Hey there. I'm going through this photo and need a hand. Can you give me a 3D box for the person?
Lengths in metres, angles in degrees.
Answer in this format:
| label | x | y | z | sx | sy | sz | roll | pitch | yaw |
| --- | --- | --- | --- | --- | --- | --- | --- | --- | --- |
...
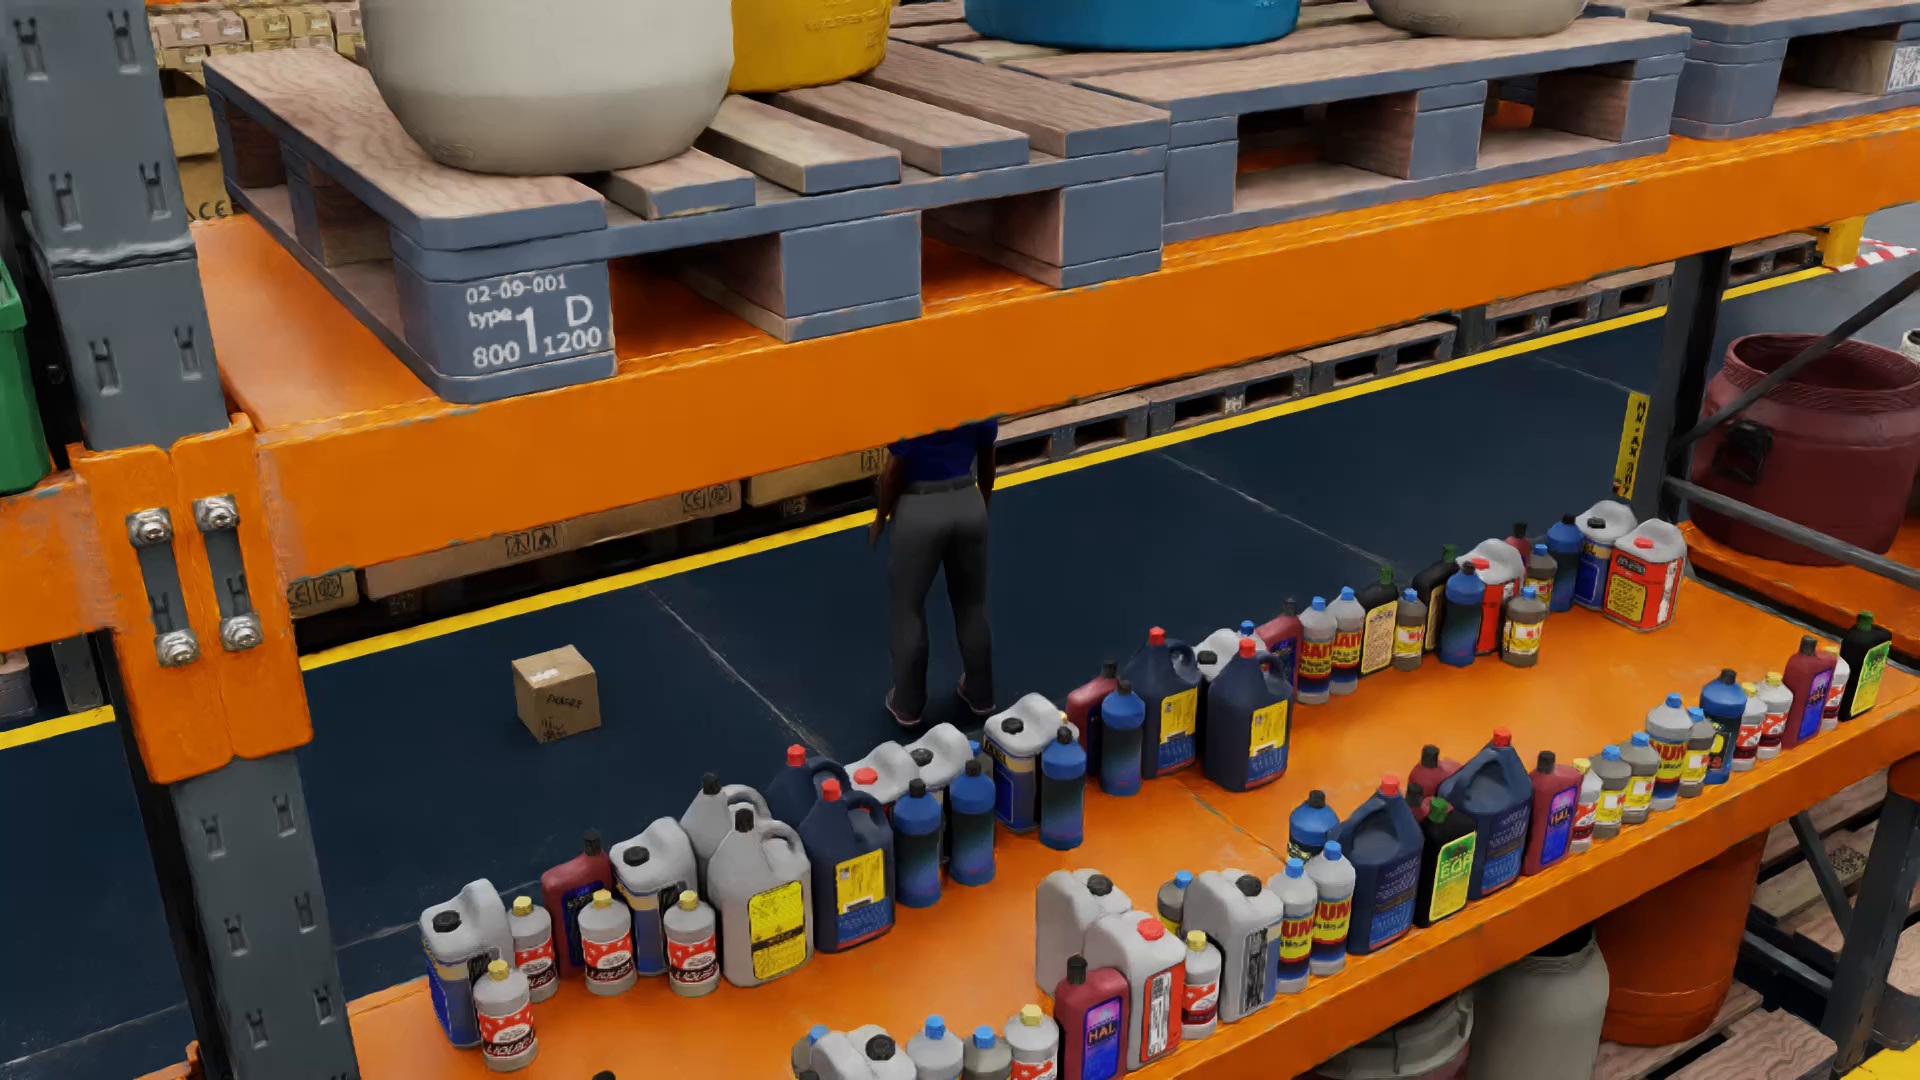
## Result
| label | x | y | z | sx | sy | sz | roll | pitch | yaw |
| --- | --- | --- | --- | --- | --- | --- | --- | --- | --- |
| person | -0.087 | -0.080 | 6.233 | 0.489 | 1.664 | 0.355 | -15 | 29 | -29 |
